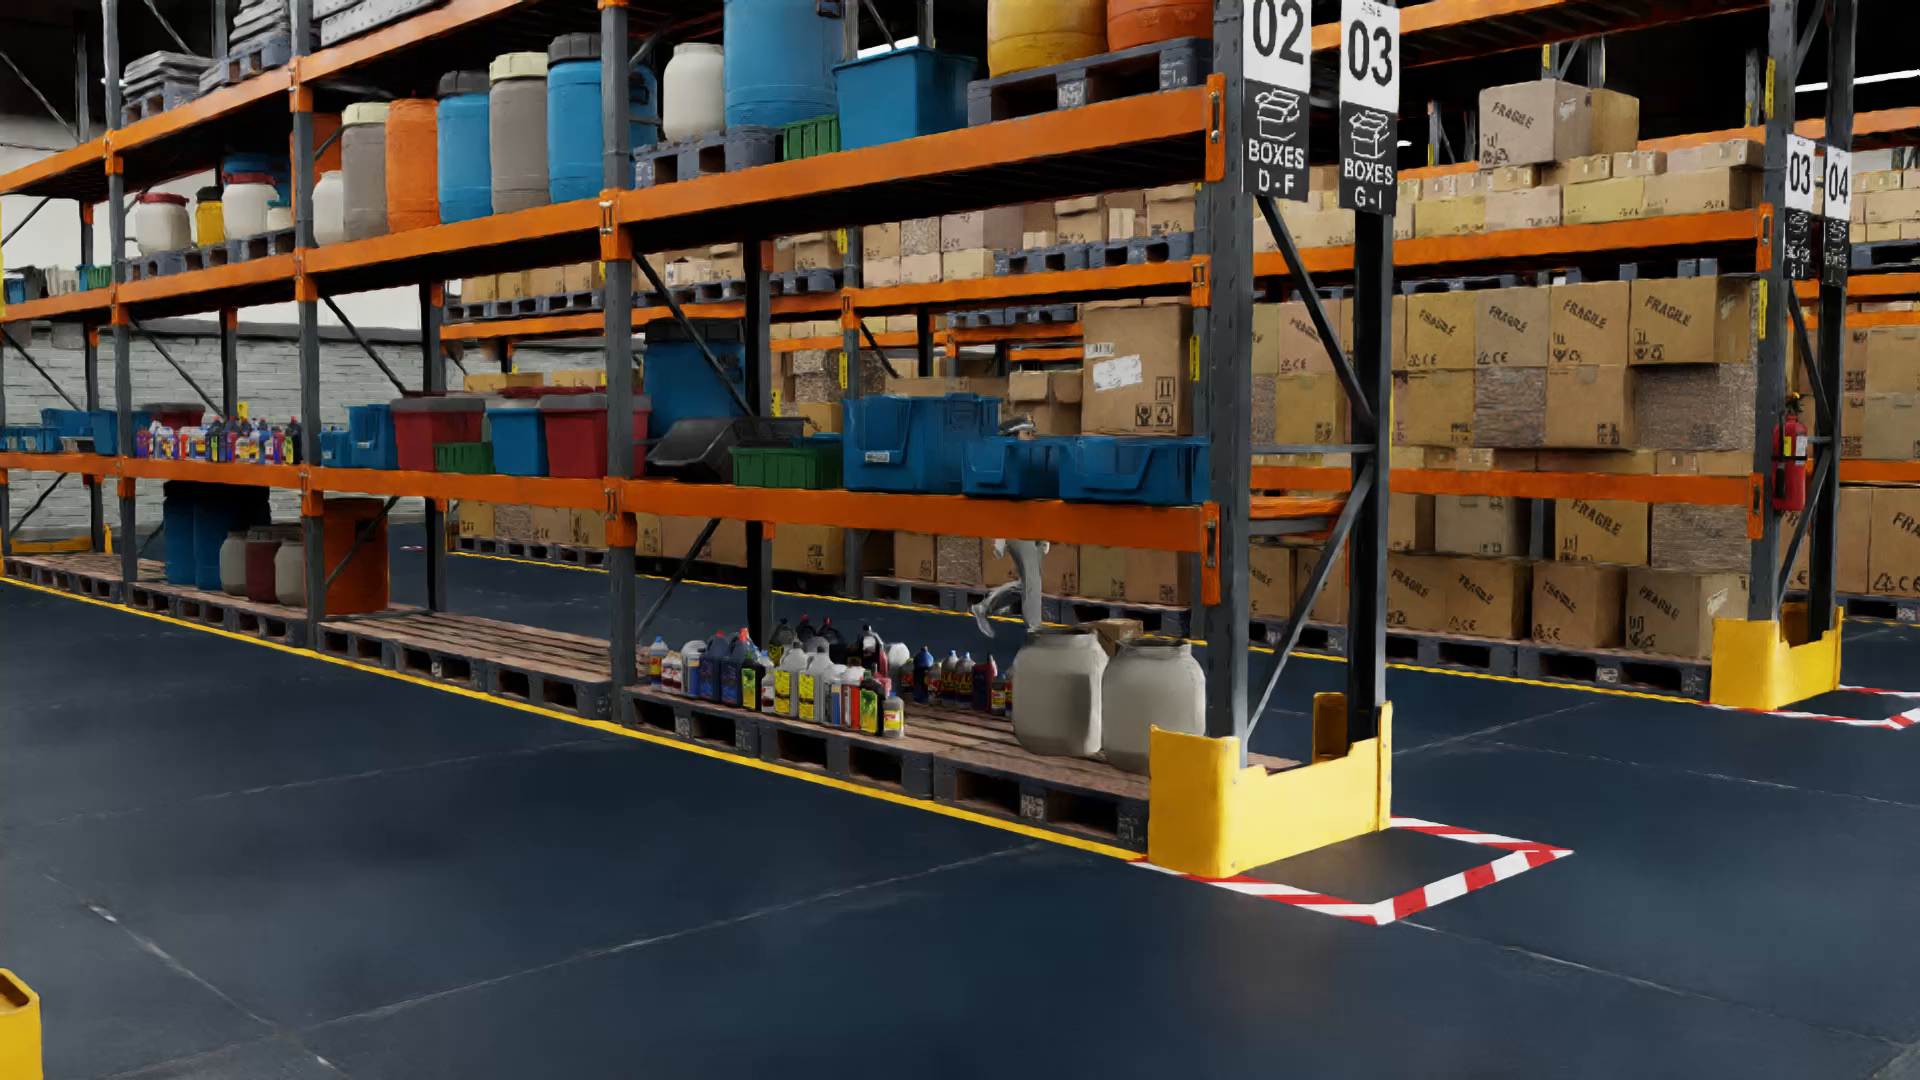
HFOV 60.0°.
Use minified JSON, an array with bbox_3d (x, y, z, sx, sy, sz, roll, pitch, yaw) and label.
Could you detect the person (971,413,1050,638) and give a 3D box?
[{"bbox_3d":[0.411,-0.062,11.709,0.810,1.665,0.482,2,4,25],"label":"person"}]
